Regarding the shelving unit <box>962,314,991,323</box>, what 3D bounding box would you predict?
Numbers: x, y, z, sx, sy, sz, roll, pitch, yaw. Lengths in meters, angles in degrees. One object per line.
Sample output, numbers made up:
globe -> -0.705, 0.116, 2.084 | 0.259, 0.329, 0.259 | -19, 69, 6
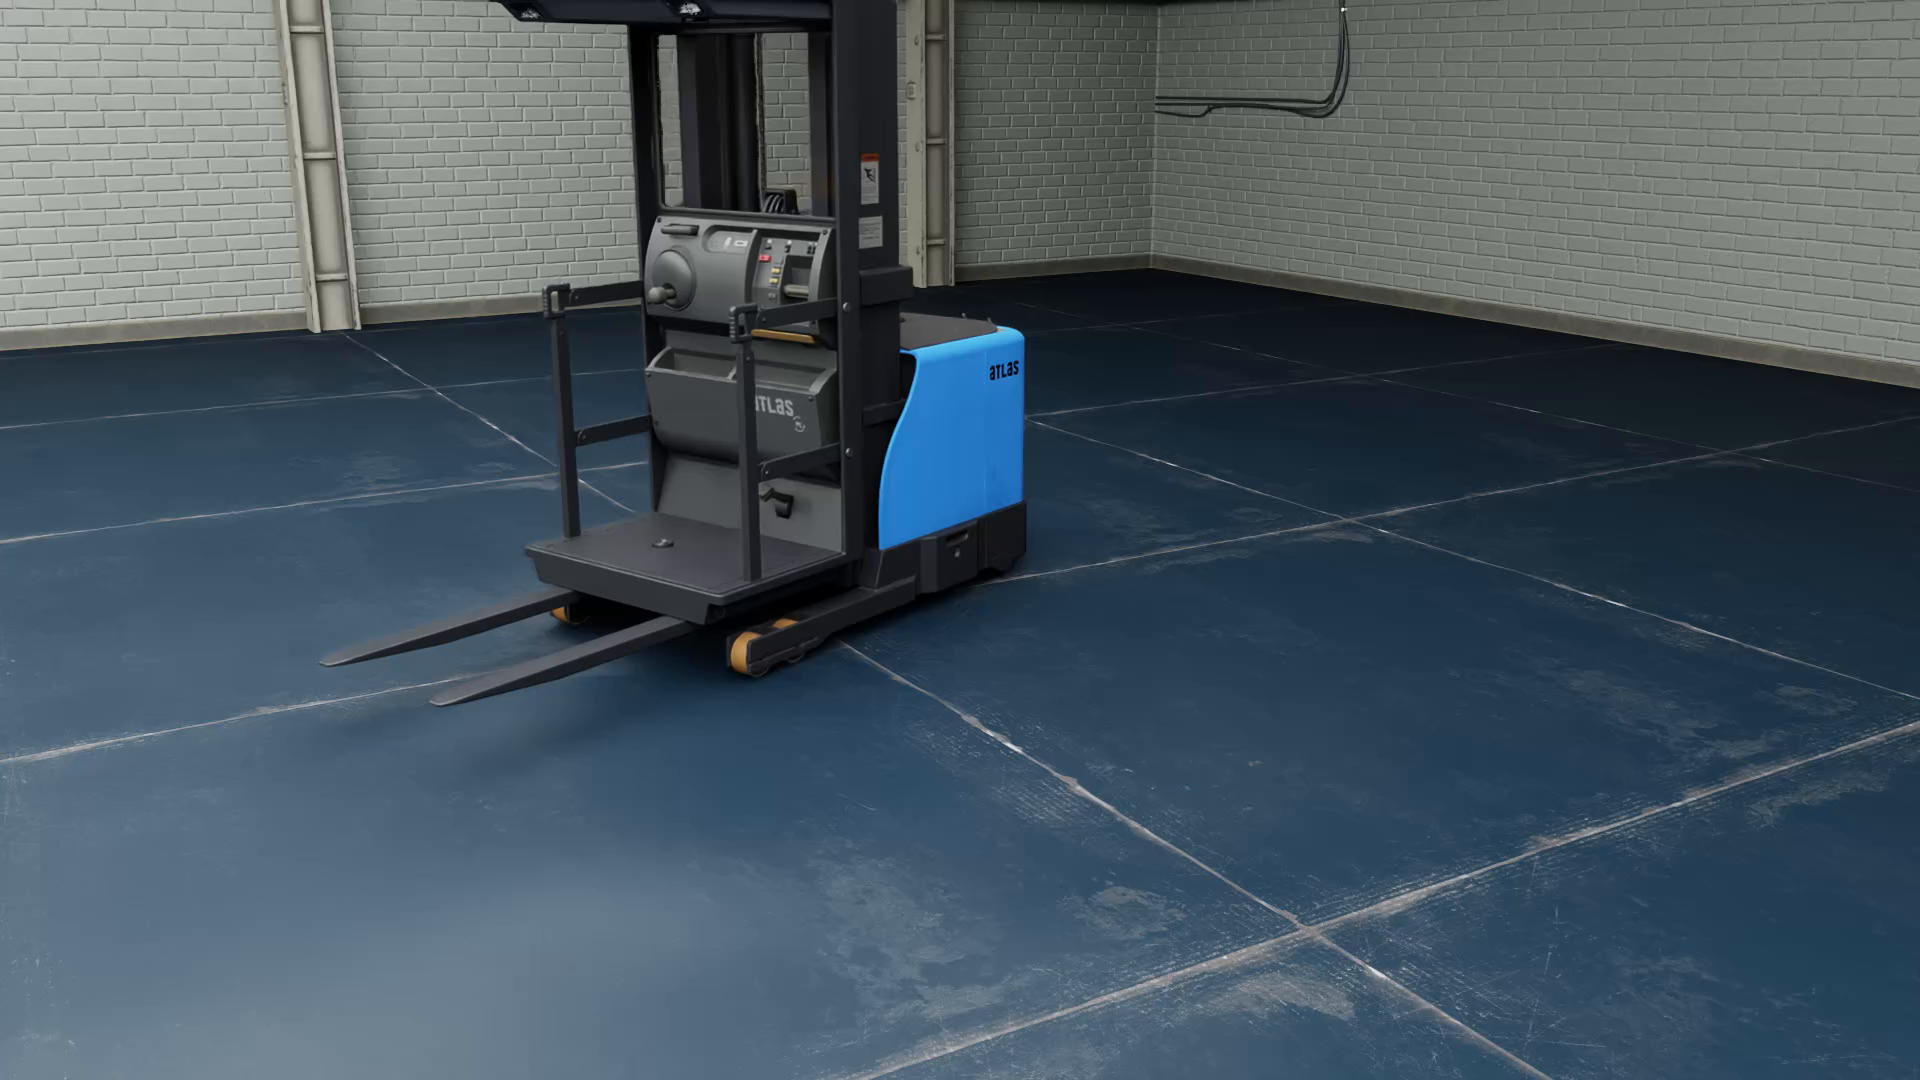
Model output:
shelving unit -> -0.018, -0.517, 7.809 | 0.252, 1.050, 0.215 | -13, 20, -38

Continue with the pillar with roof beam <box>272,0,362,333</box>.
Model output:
pillar with roof beam -> -3.226, -5.177, 9.706 | 0.400, 9.000, 9.100 | -9, 18, -30

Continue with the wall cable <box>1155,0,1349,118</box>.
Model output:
wall cable -> 2.906, -5.615, 17.023 | 0.112, 2.526, 3.097 | -9, 18, -30

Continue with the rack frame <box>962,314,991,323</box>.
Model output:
rack frame -> 0.076, -0.538, 7.883 | 0.008, 1.050, 0.200 | -13, 20, -38

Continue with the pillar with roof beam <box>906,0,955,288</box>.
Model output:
pillar with roof beam -> 1.917, -6.011, 12.681 | 0.400, 9.000, 9.100 | -9, 18, -30

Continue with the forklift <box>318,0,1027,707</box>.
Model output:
forklift -> -0.991, -1.056, 6.247 | 1.130, 2.935, 3.031 | 11, 19, 35
